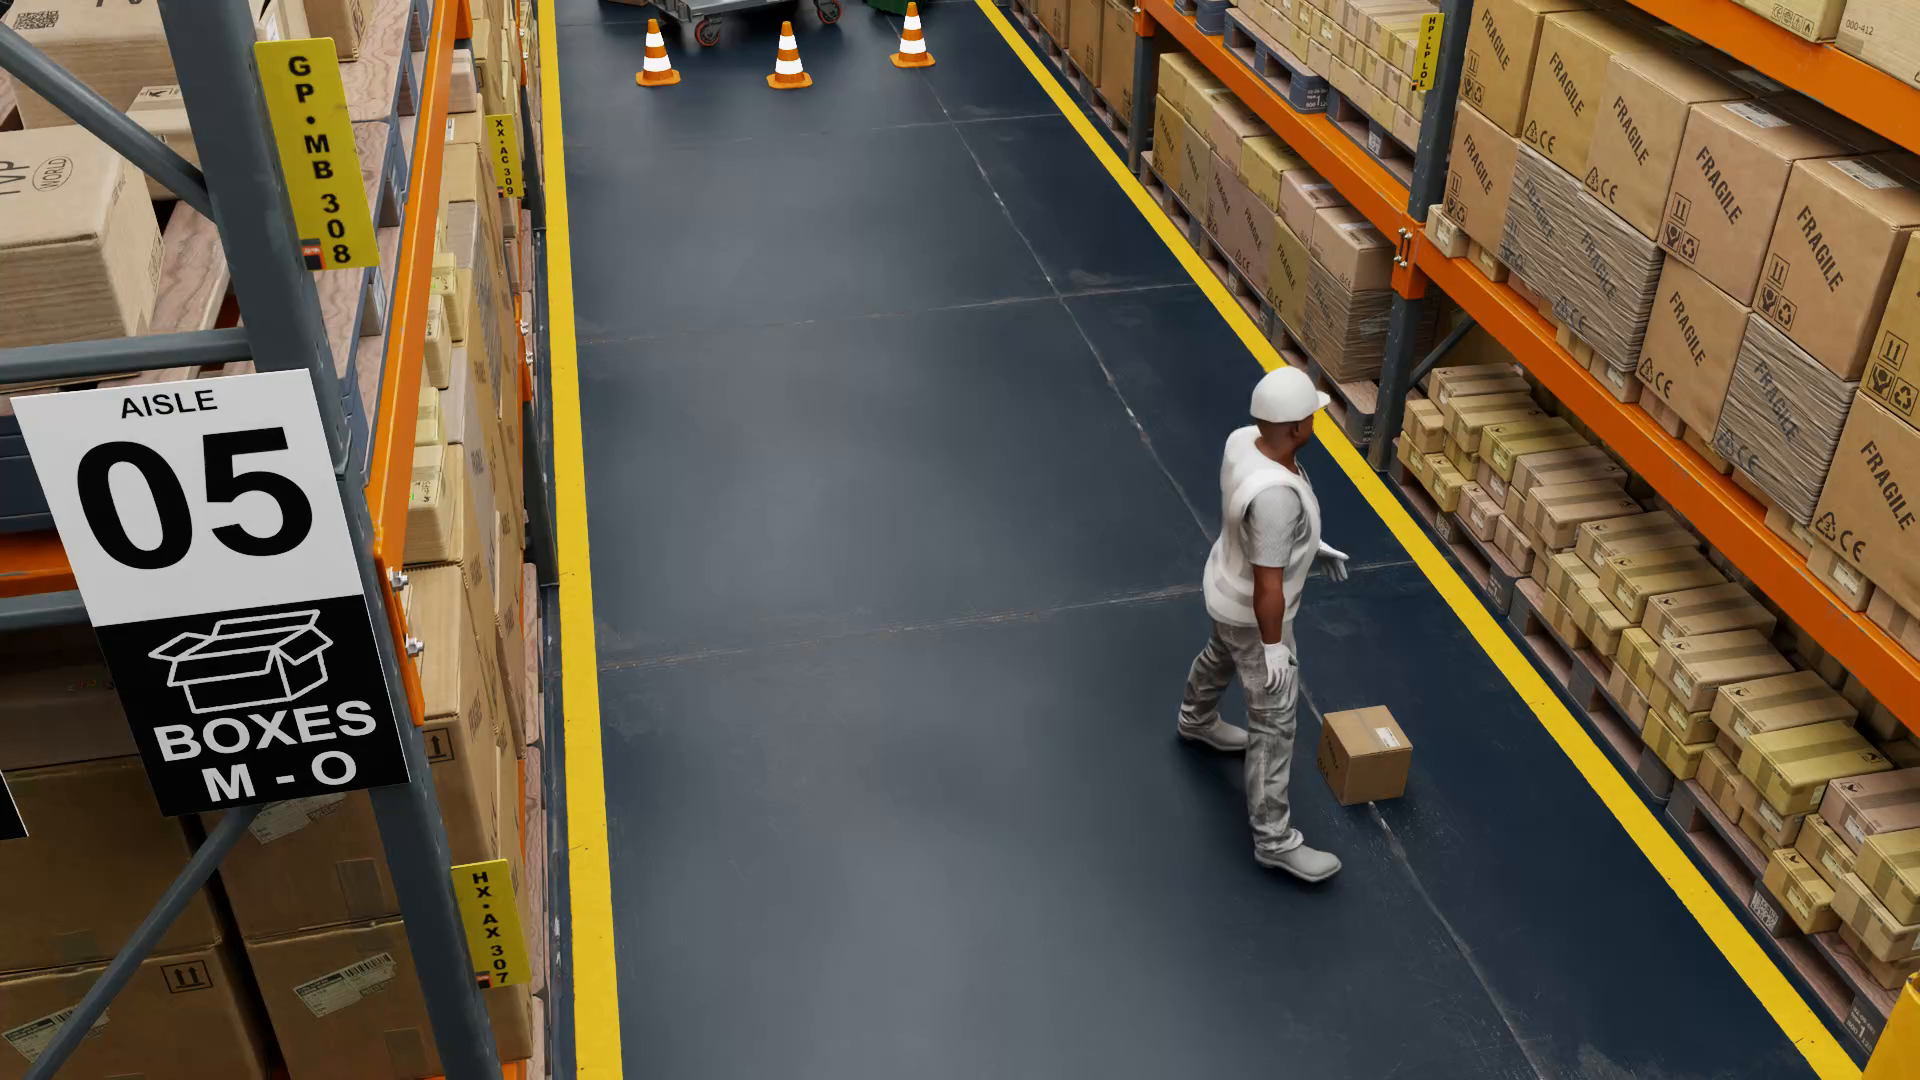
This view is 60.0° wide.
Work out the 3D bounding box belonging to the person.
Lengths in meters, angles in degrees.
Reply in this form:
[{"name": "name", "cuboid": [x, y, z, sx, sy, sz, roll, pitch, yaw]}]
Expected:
[{"name": "person", "cuboid": [1.101, 0.255, 5.752, 0.570, 1.753, 0.895, 4, 34, 5]}]
